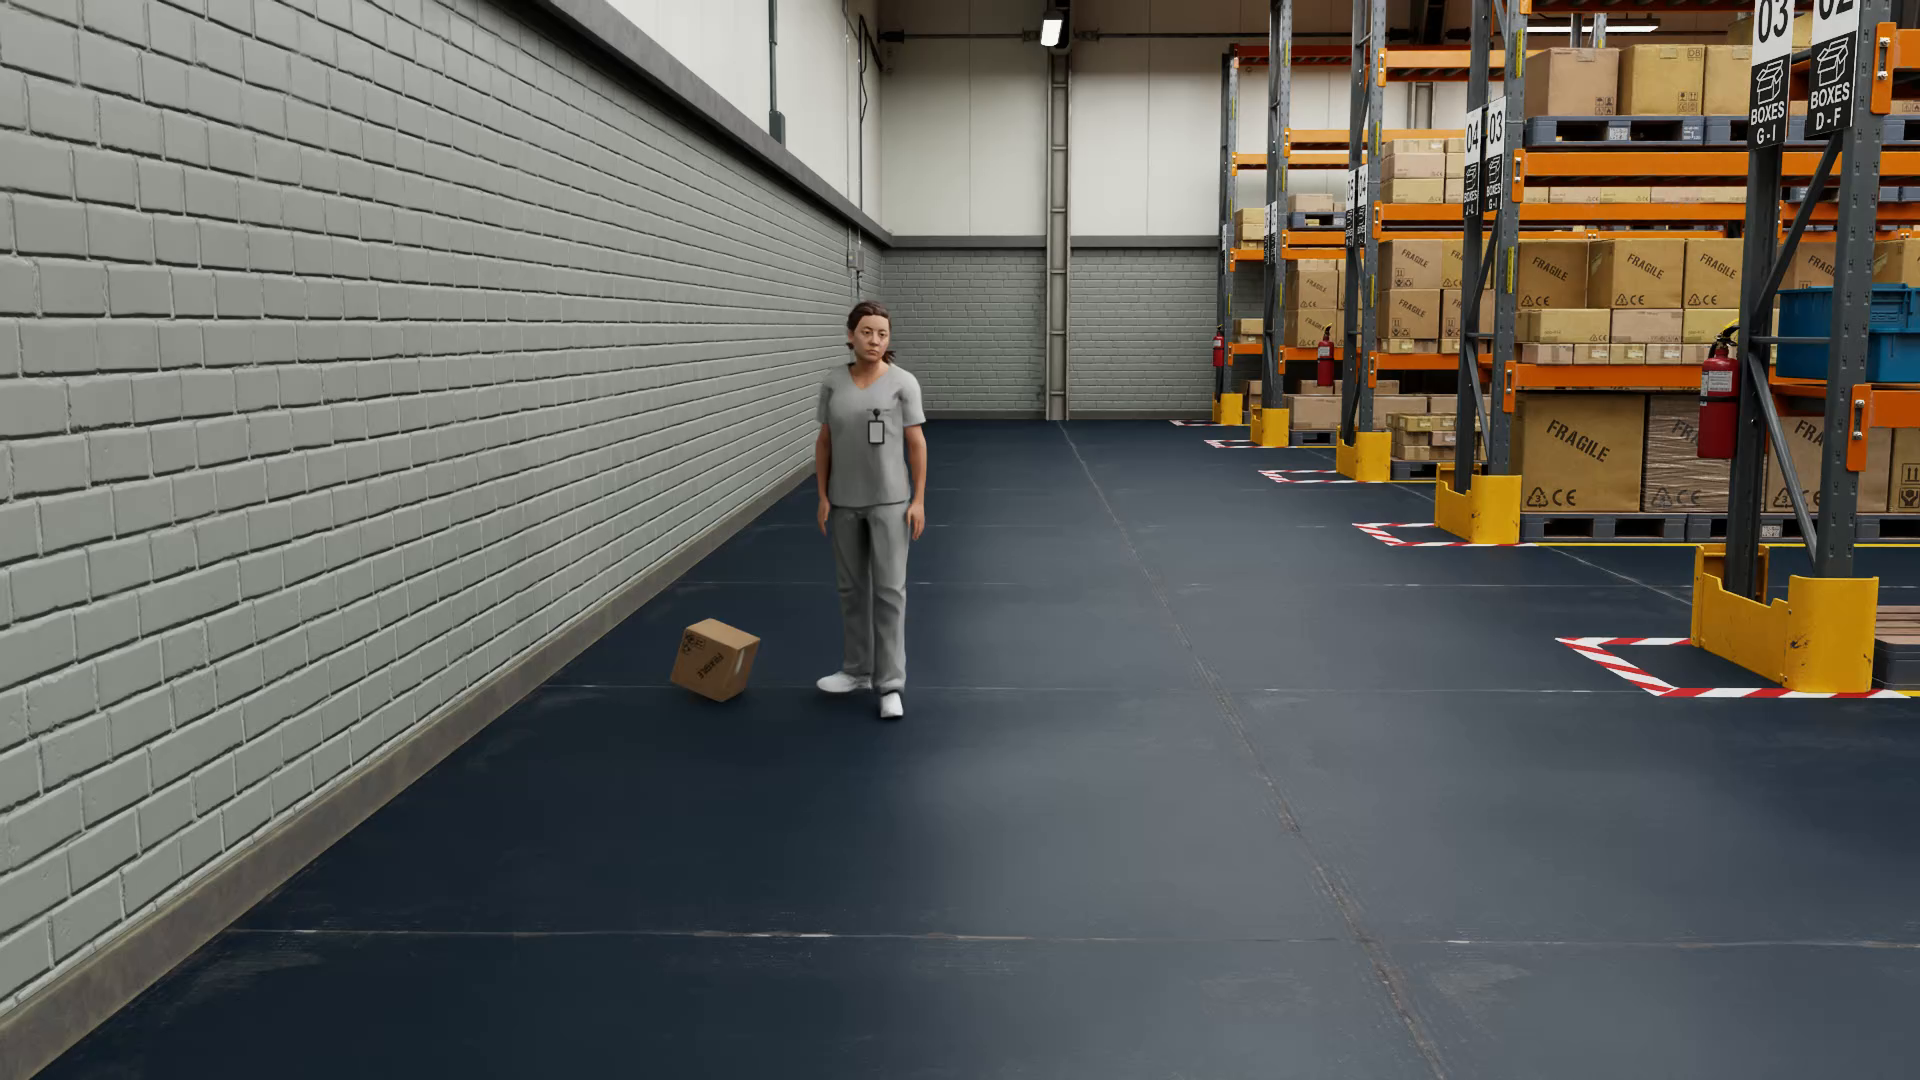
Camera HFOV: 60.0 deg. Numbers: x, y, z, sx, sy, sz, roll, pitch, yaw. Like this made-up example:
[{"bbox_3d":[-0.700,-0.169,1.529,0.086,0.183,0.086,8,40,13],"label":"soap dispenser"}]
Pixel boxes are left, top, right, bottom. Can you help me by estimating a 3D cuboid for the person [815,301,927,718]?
[{"bbox_3d":[-0.389,-0.142,6.864,0.508,1.675,0.540,2,8,18],"label":"person"}]
